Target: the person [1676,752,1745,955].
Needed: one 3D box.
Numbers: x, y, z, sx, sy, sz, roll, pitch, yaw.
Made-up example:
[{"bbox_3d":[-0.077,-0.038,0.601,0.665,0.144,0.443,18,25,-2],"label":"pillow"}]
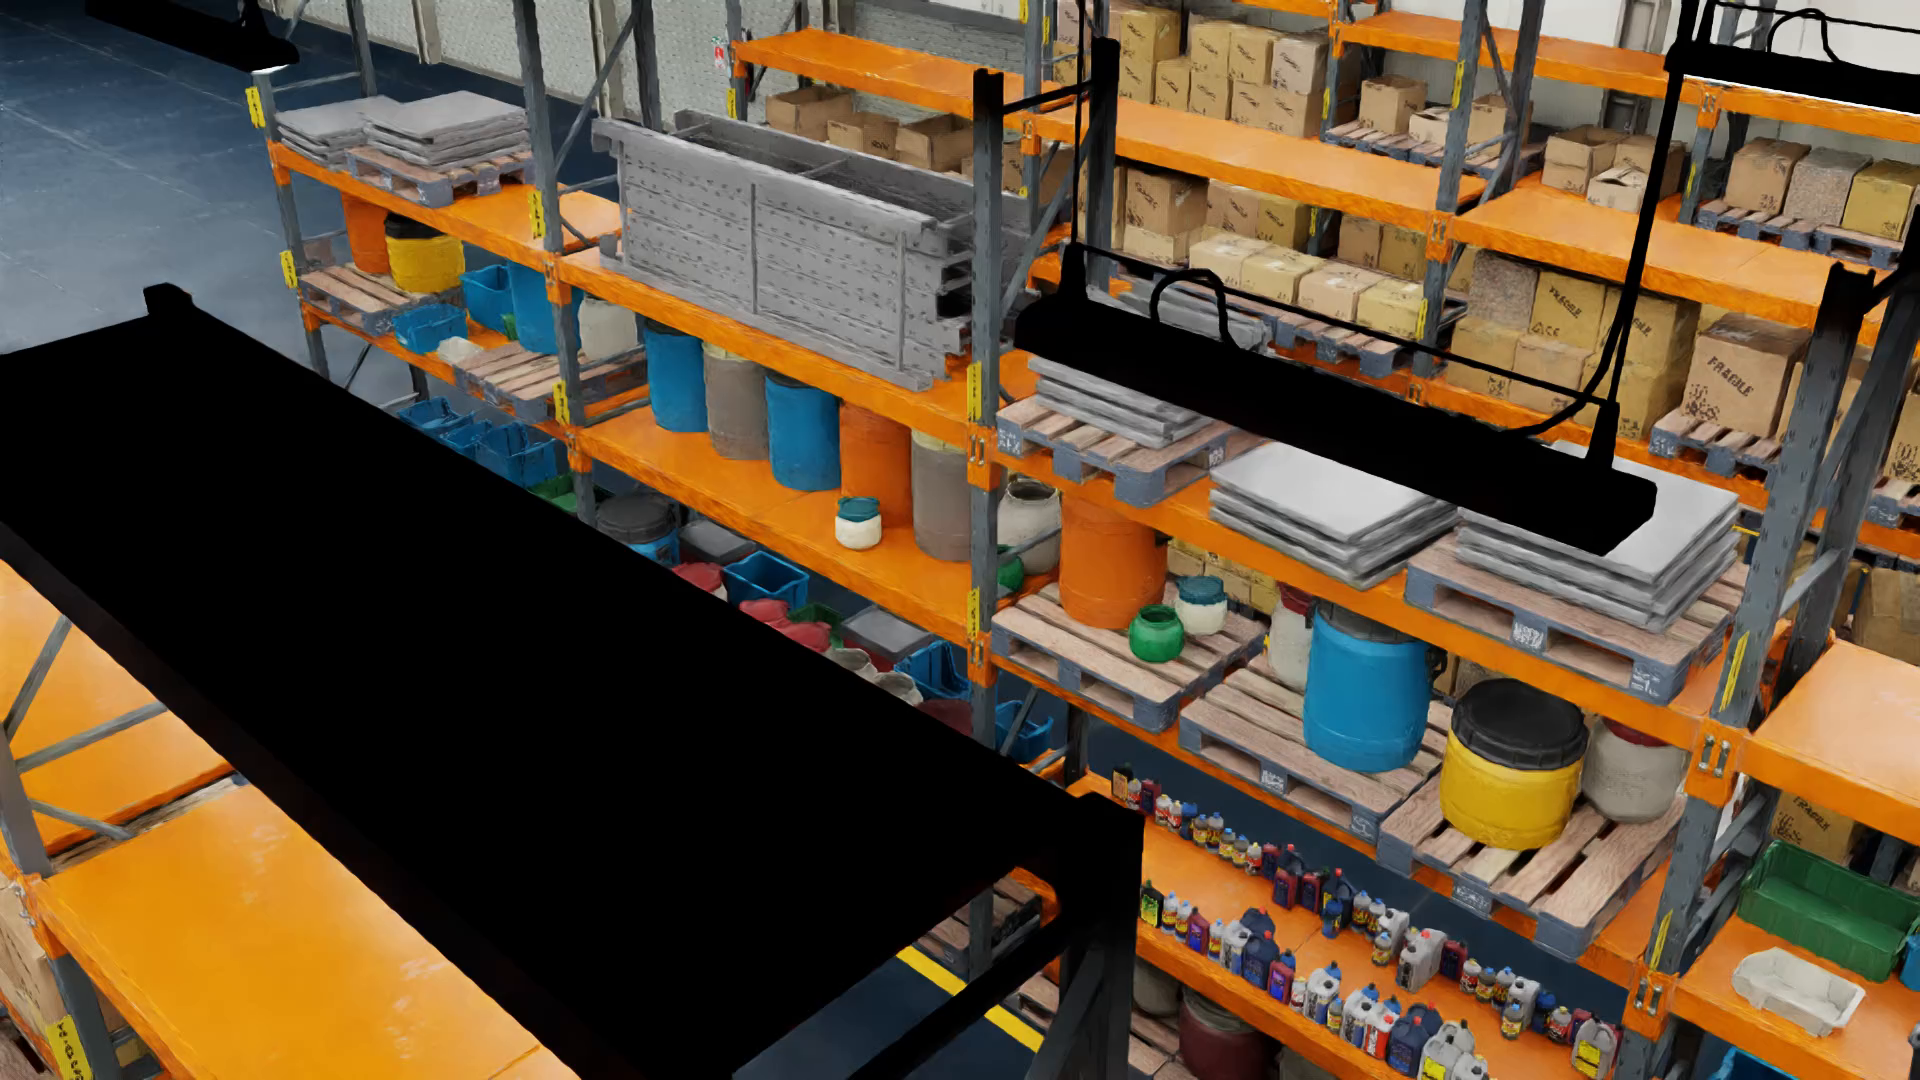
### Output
[{"bbox_3d":[4.832,1.973,10.971,1.042,1.732,0.579,24,37,36],"label":"person"}]
